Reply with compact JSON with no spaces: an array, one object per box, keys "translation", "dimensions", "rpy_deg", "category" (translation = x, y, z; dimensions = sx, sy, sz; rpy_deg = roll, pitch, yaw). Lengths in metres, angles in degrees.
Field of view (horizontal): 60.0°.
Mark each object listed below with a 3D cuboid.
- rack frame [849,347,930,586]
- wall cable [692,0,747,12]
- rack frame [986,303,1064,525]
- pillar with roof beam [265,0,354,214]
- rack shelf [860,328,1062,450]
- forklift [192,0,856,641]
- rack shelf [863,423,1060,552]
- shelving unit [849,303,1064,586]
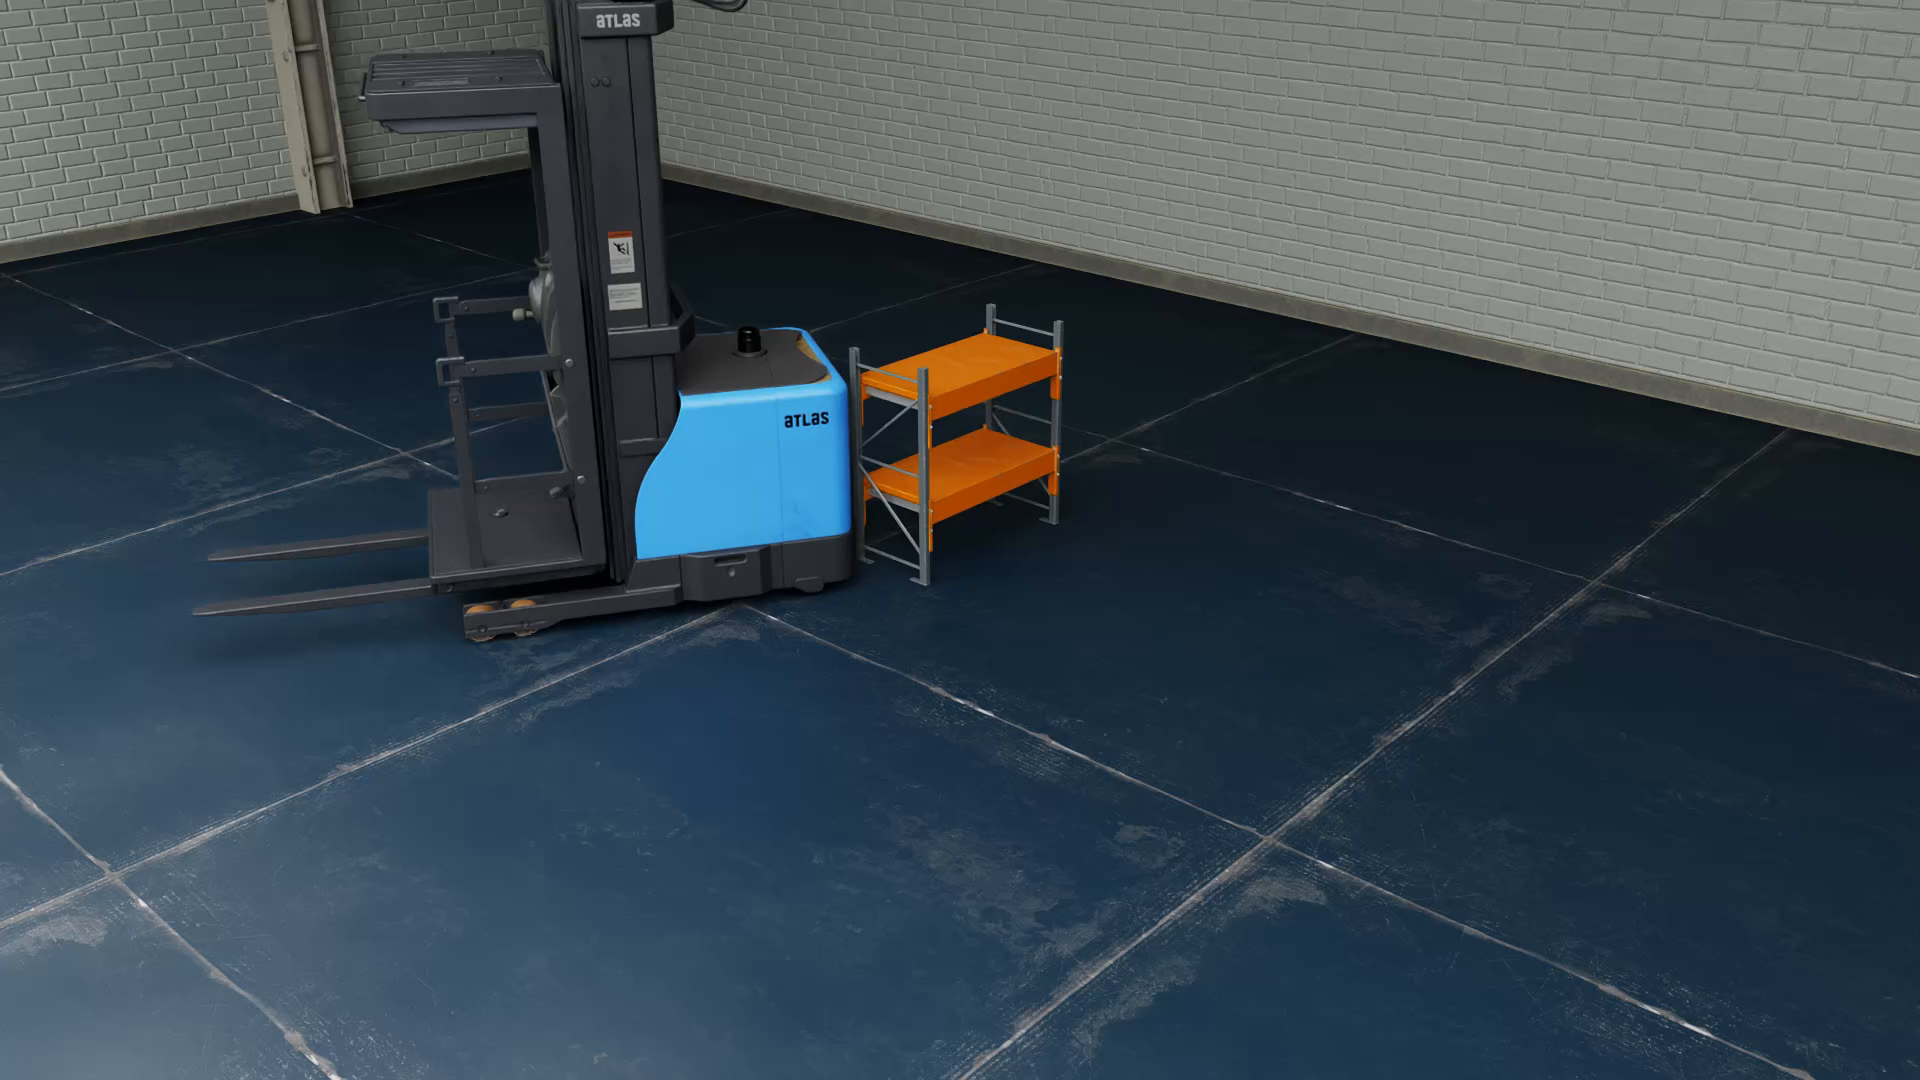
[{"translation":[-0.344,-0.356,8.170],"dimensions":[0.500,1.125,0.032],"rpy_deg":[20,31,38],"category":"rack frame"},{"translation":[-3.063,-6.380,15.777],"dimensions":[3.097,2.526,0.112],"rpy_deg":[20,31,38],"category":"wall cable"},{"translation":[0.335,-0.666,8.861],"dimensions":[0.500,1.125,0.032],"rpy_deg":[20,31,38],"category":"rack frame"},{"translation":[-2.808,-6.085,11.323],"dimensions":[9.100,9.000,0.400],"rpy_deg":[20,31,38],"category":"pillar with roof beam"},{"translation":[-0.005,-0.778,8.396],"dimensions":[0.538,0.278,1.000],"rpy_deg":[20,31,38],"category":"rack shelf"},{"translation":[-2.091,-1.109,7.641],"dimensions":[3.031,2.935,1.130],"rpy_deg":[-7,25,-15],"category":"forklift"},{"translation":[-0.005,-0.288,8.615],"dimensions":[0.538,0.278,1.000],"rpy_deg":[20,31,38],"category":"rack shelf"},{"translation":[-0.005,-0.511,8.515],"dimensions":[0.538,1.125,1.048],"rpy_deg":[20,31,38],"category":"shelving unit"}]
